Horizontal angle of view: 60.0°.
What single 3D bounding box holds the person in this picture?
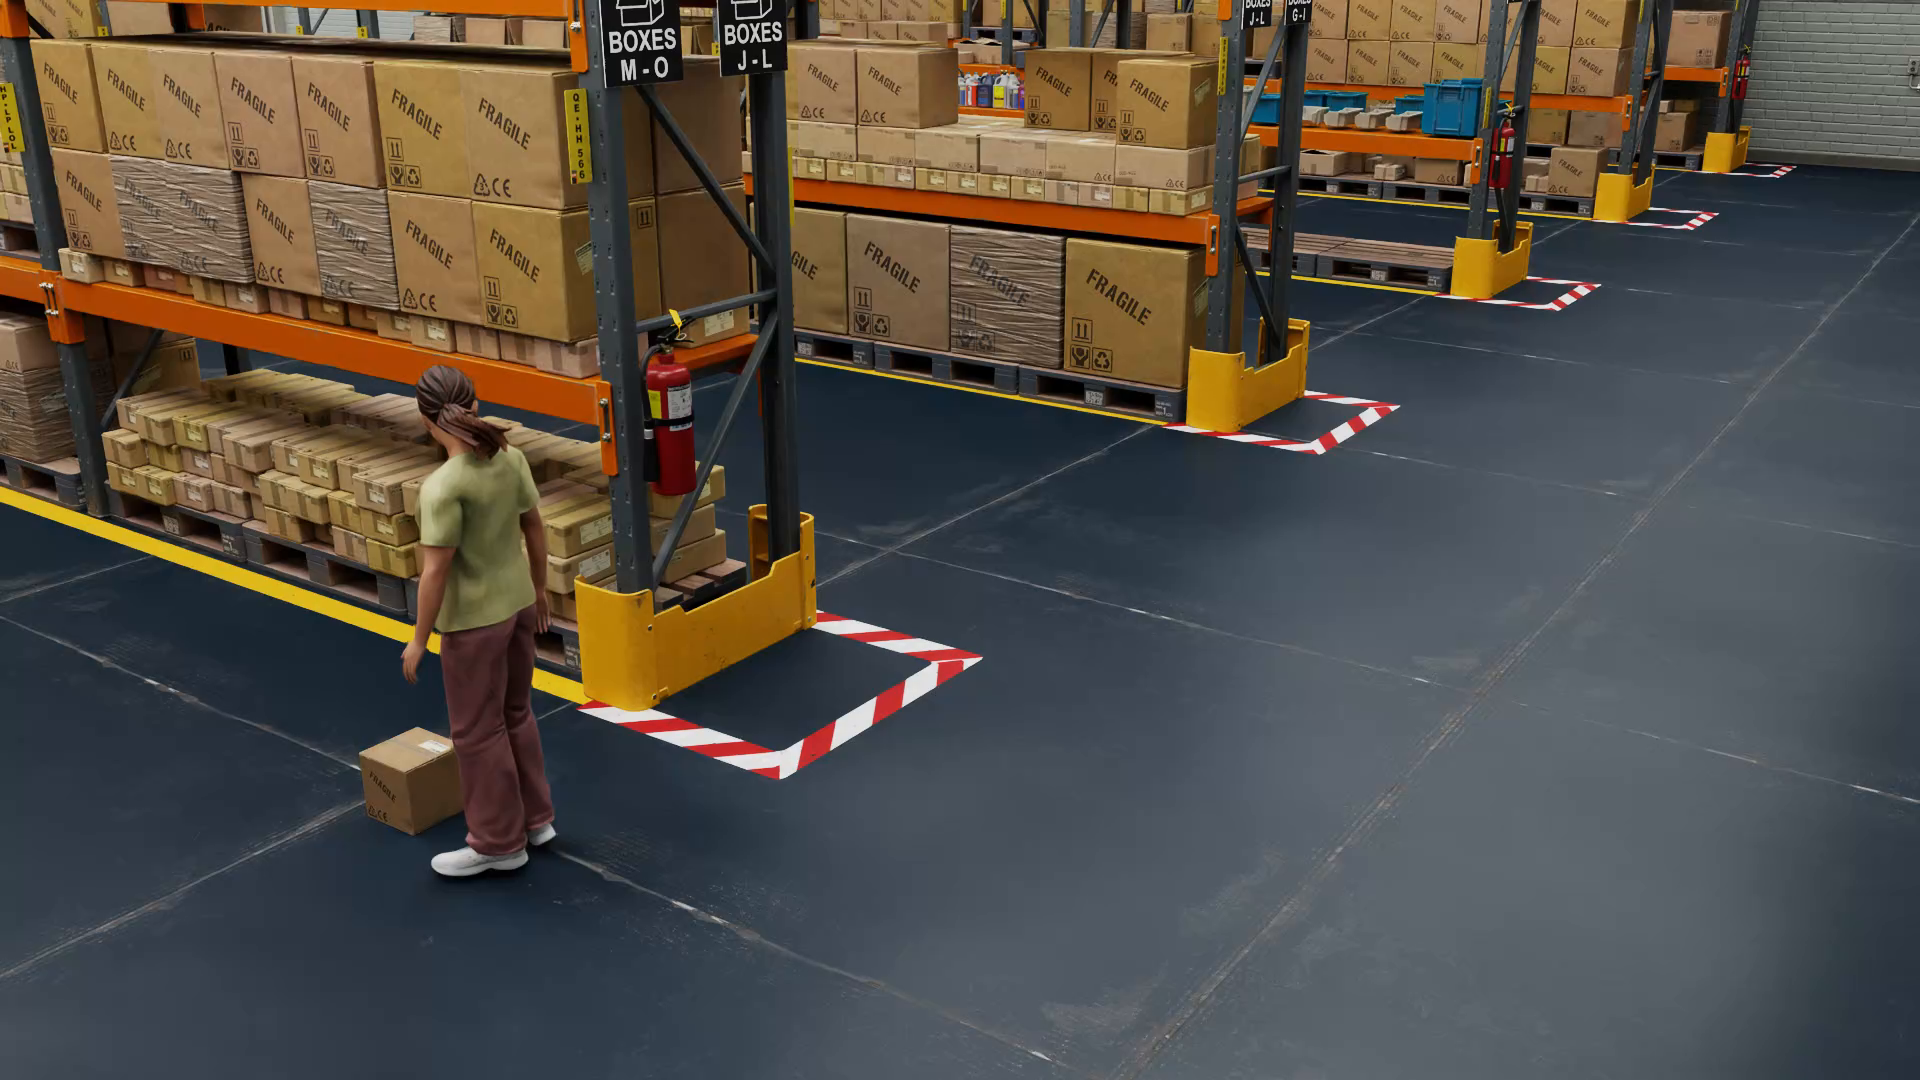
[{"bbox_3d":[-1.526,0.286,5.286,0.334,1.706,0.534,7,21,18],"label":"person"}]
